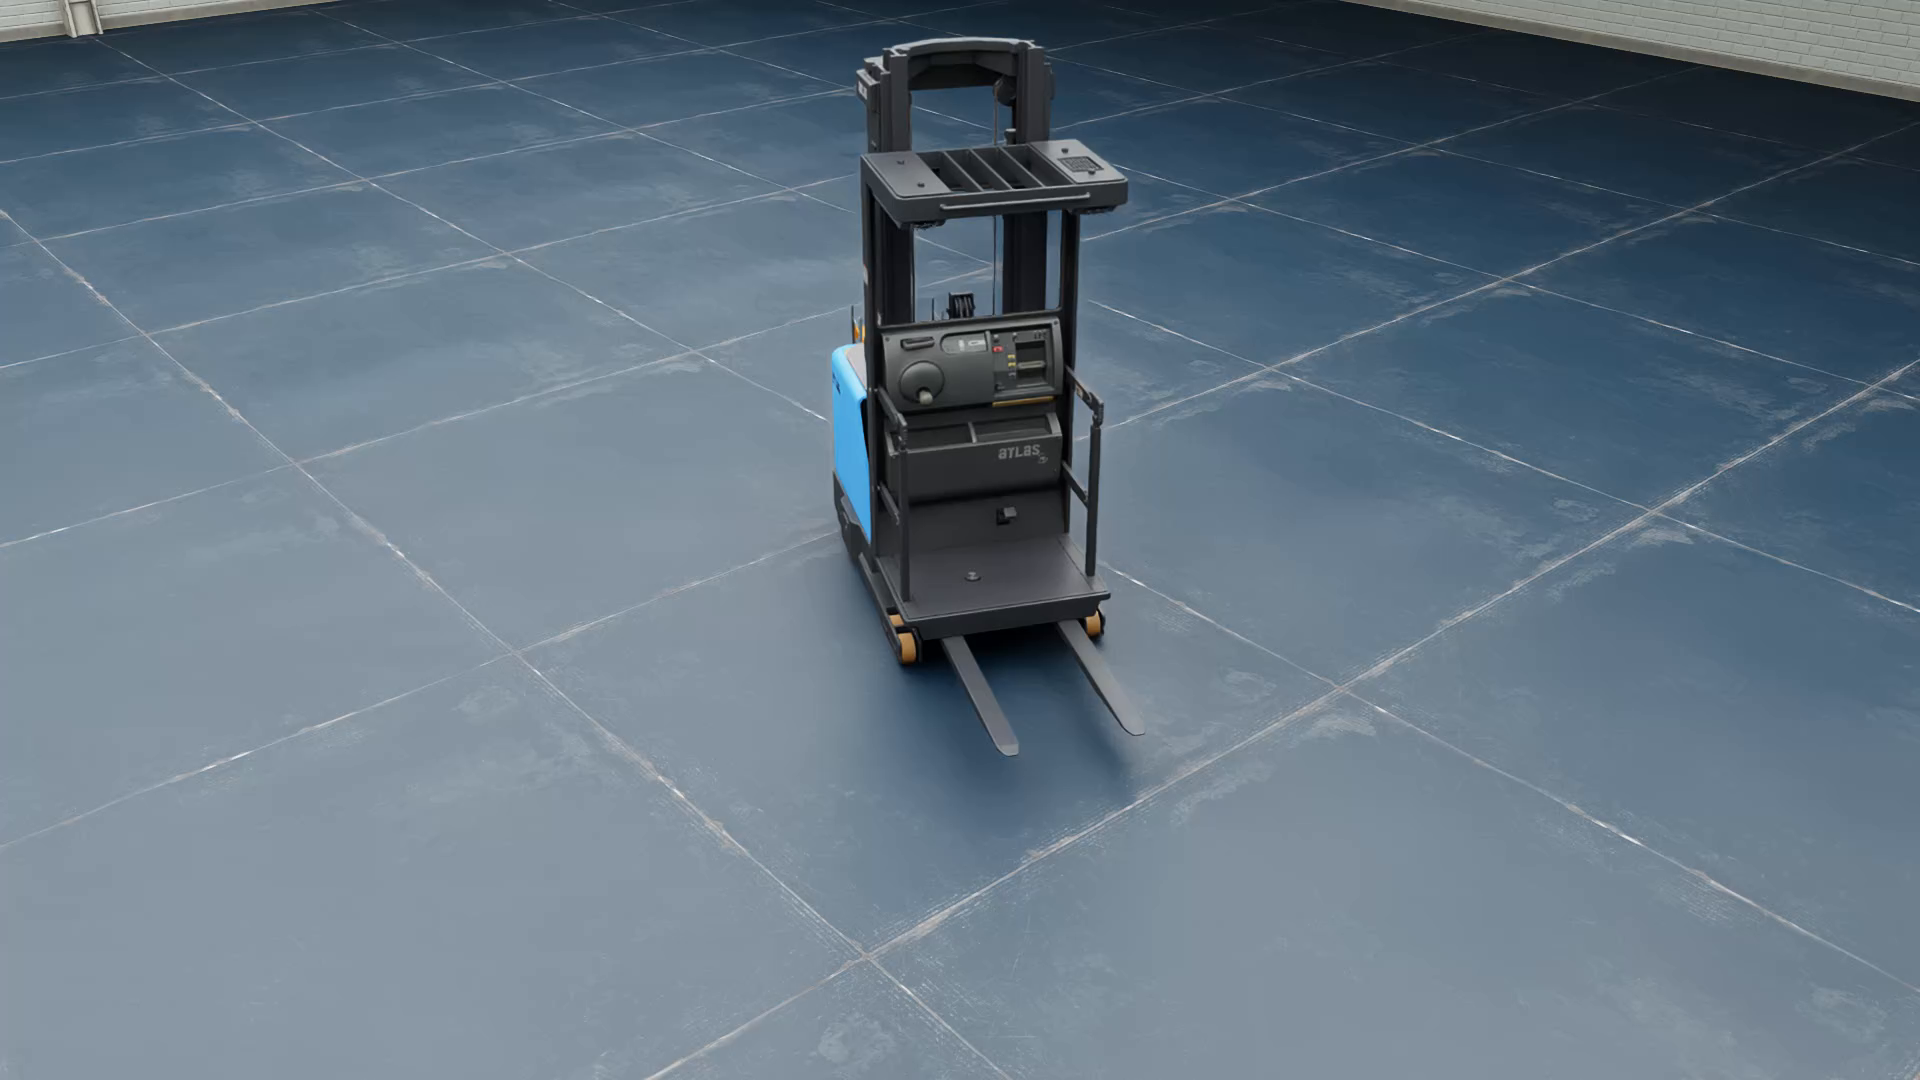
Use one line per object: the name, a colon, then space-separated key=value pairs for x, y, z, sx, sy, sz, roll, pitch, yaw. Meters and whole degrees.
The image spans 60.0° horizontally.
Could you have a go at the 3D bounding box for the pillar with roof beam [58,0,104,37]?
pillar with roof beam: x=-9.131 y=-9.324 z=17.649 sx=0.400 sy=9.000 sz=9.100 roll=-22 pitch=35 yaw=-35

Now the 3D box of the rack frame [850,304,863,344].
rack frame: x=-0.606 y=-0.807 z=9.987 sx=0.015 sy=1.200 sz=0.240 roll=-8 pitch=29 yaw=-14

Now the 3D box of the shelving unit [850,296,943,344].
shelving unit: x=-0.372 y=-0.838 z=10.046 sx=0.503 sy=1.200 sz=0.258 roll=-8 pitch=29 yaw=-14

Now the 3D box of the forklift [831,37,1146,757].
forklift: x=0.128 y=-0.856 z=8.241 sx=1.130 sy=2.935 sz=3.031 roll=-7 pitch=29 yaw=-14

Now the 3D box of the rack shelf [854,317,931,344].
rack shelf: x=-0.372 y=-1.185 z=9.860 sx=0.480 sy=0.148 sz=0.258 roll=-8 pitch=29 yaw=-14

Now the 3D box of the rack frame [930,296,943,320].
rack frame: x=-0.137 y=-0.870 z=10.105 sx=0.015 sy=1.200 sz=0.240 roll=-8 pitch=29 yaw=-14
